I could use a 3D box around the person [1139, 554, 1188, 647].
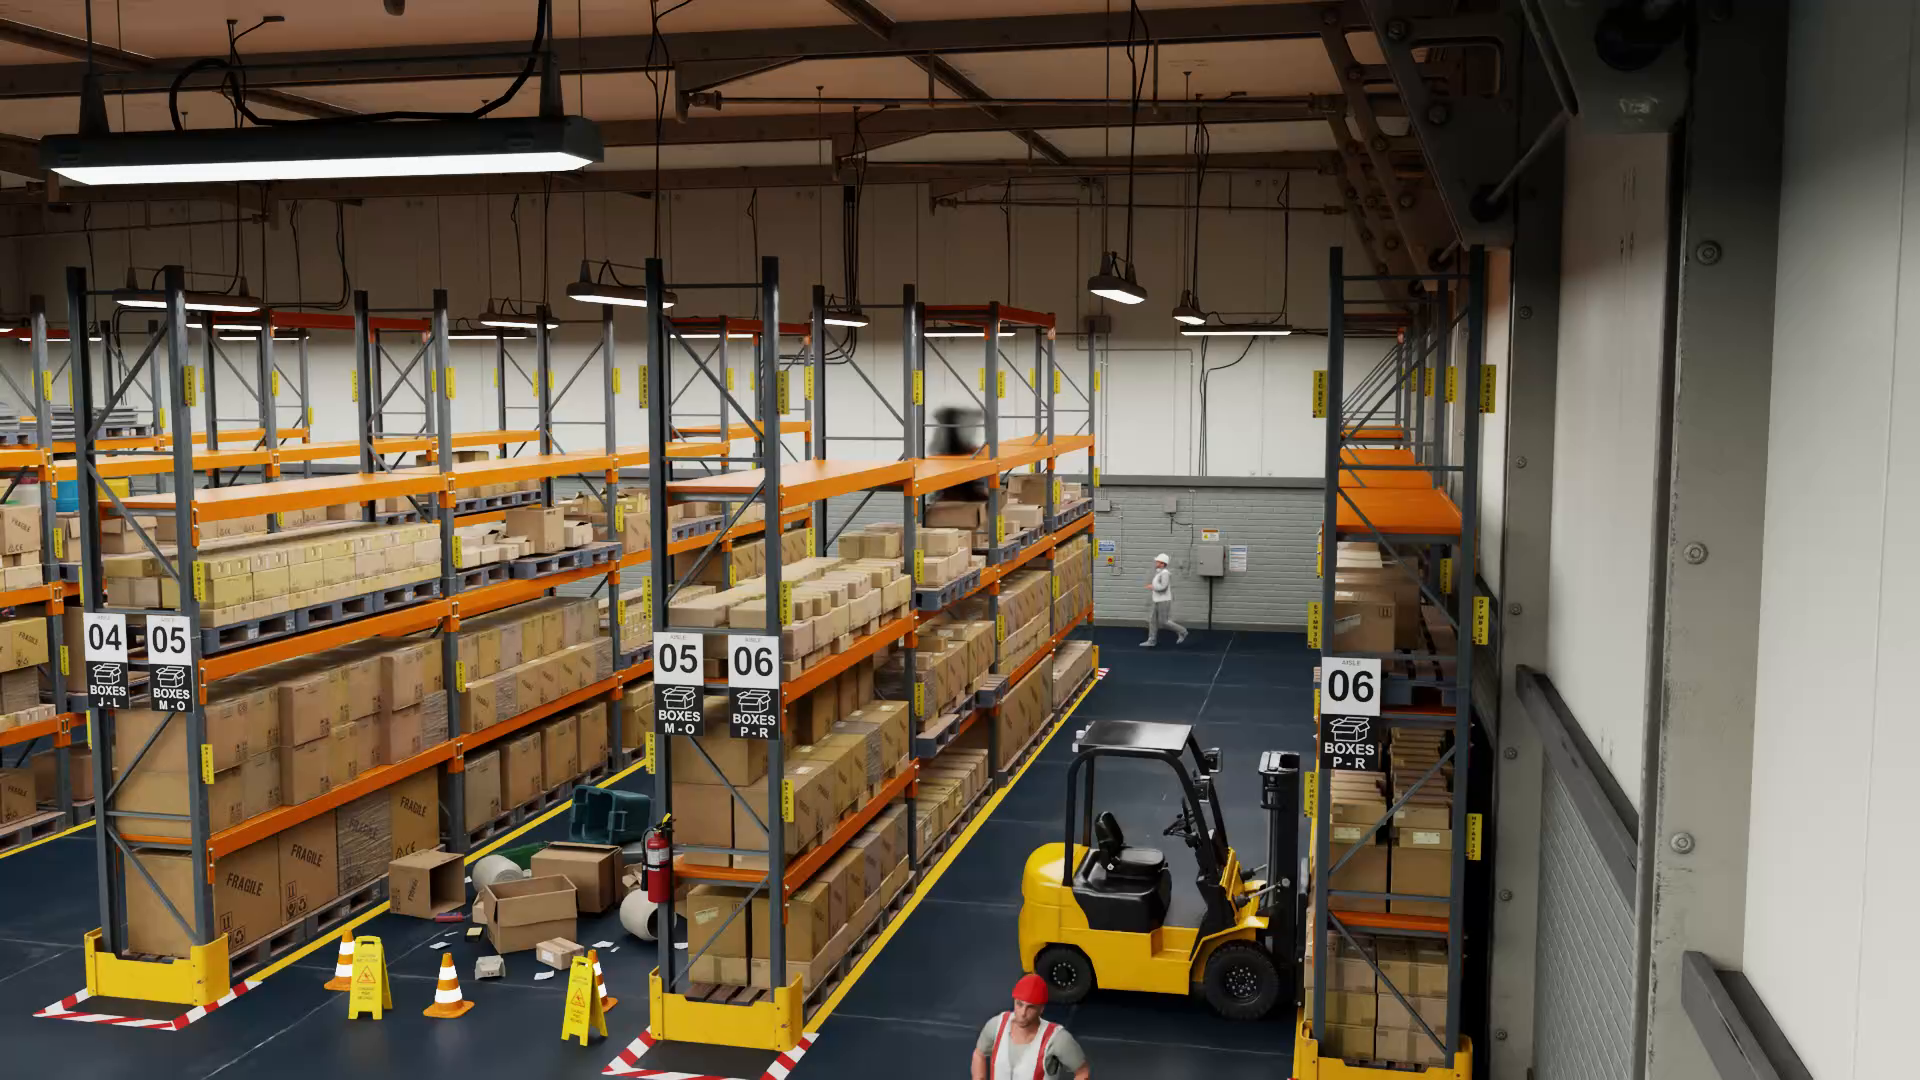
[{"bbox_3d":[3.812,1.127,31.115,0.908,1.755,0.530,0,6,-2],"label":"person"}]

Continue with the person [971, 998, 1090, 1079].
[{"bbox_3d":[0.355,3.320,9.375,0.708,1.720,1.008,3,6,25],"label":"person"}]
